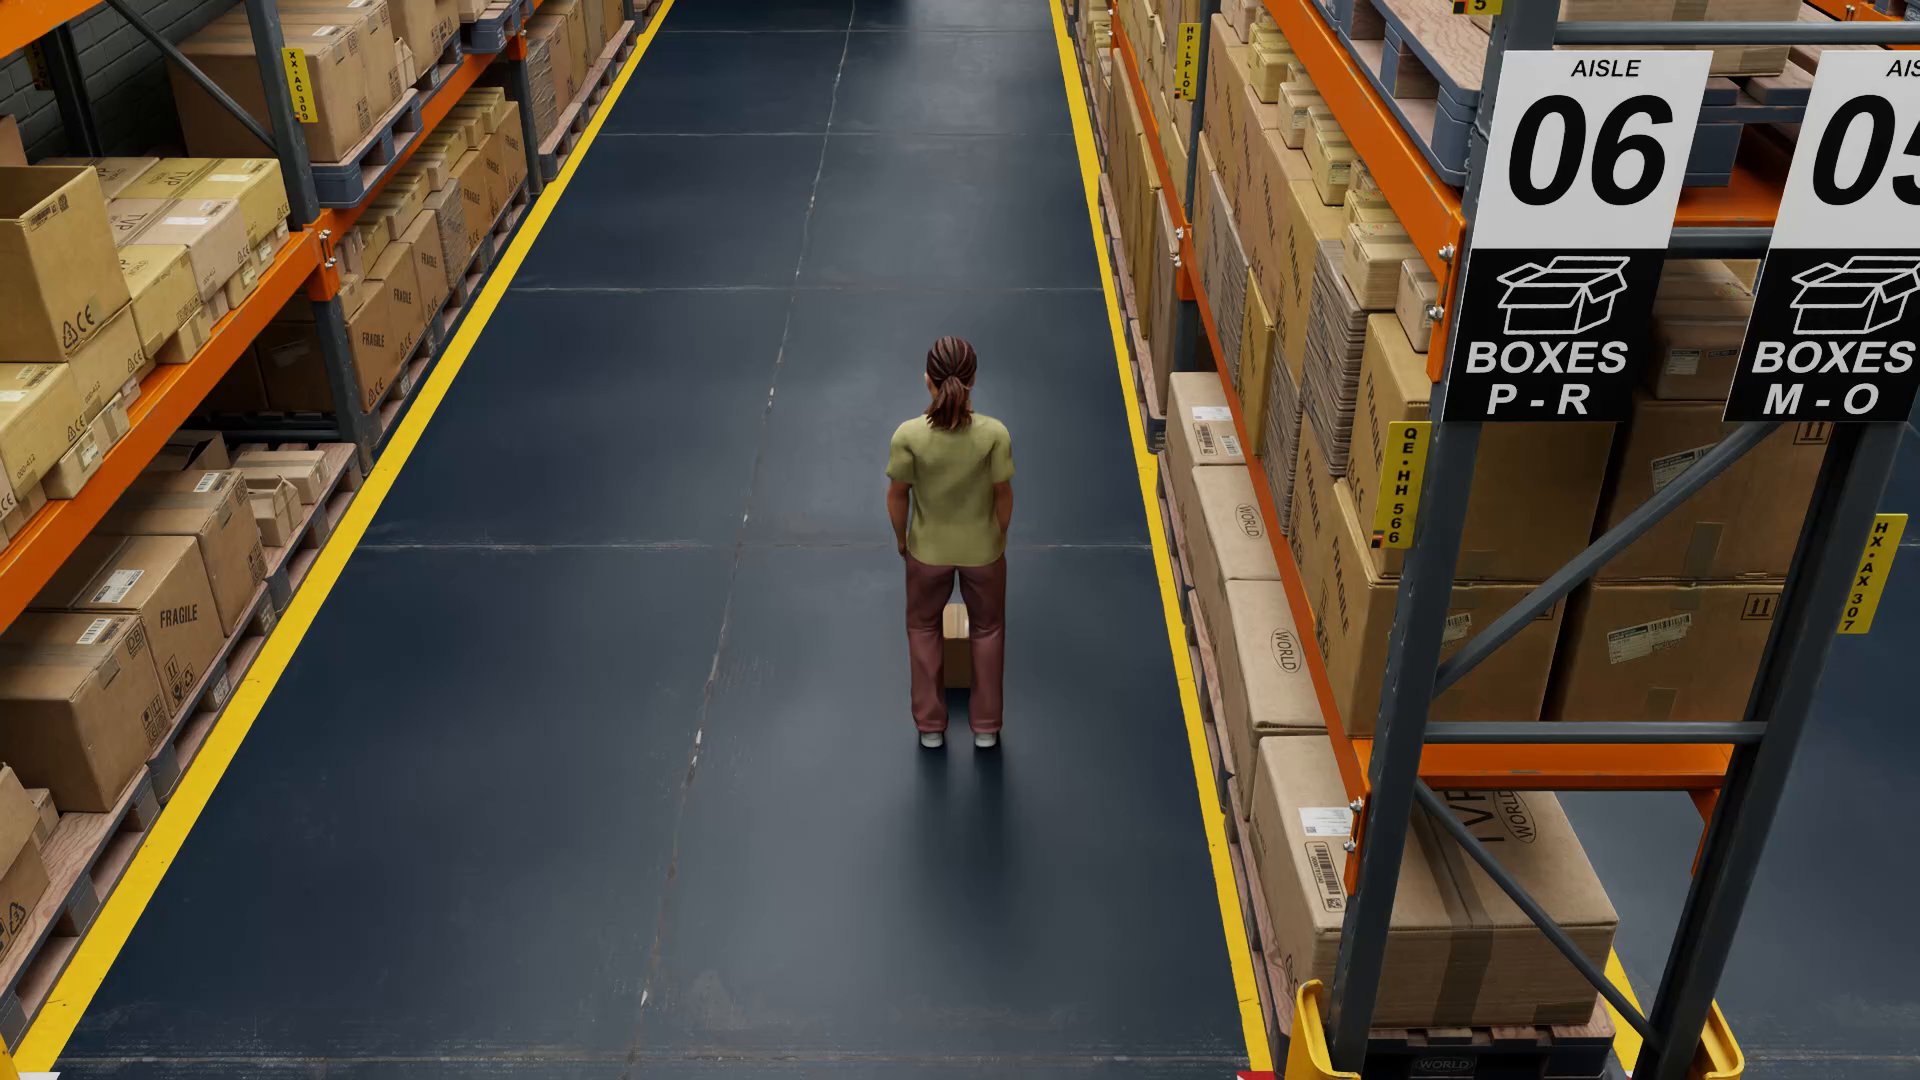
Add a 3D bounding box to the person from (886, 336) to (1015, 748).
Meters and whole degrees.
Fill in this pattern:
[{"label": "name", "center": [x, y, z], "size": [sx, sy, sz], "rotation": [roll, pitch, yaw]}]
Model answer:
[{"label": "person", "center": [-0.033, 0.042, 6.095], "size": [0.458, 1.659, 0.351], "rotation": [0, 32, 1]}]
